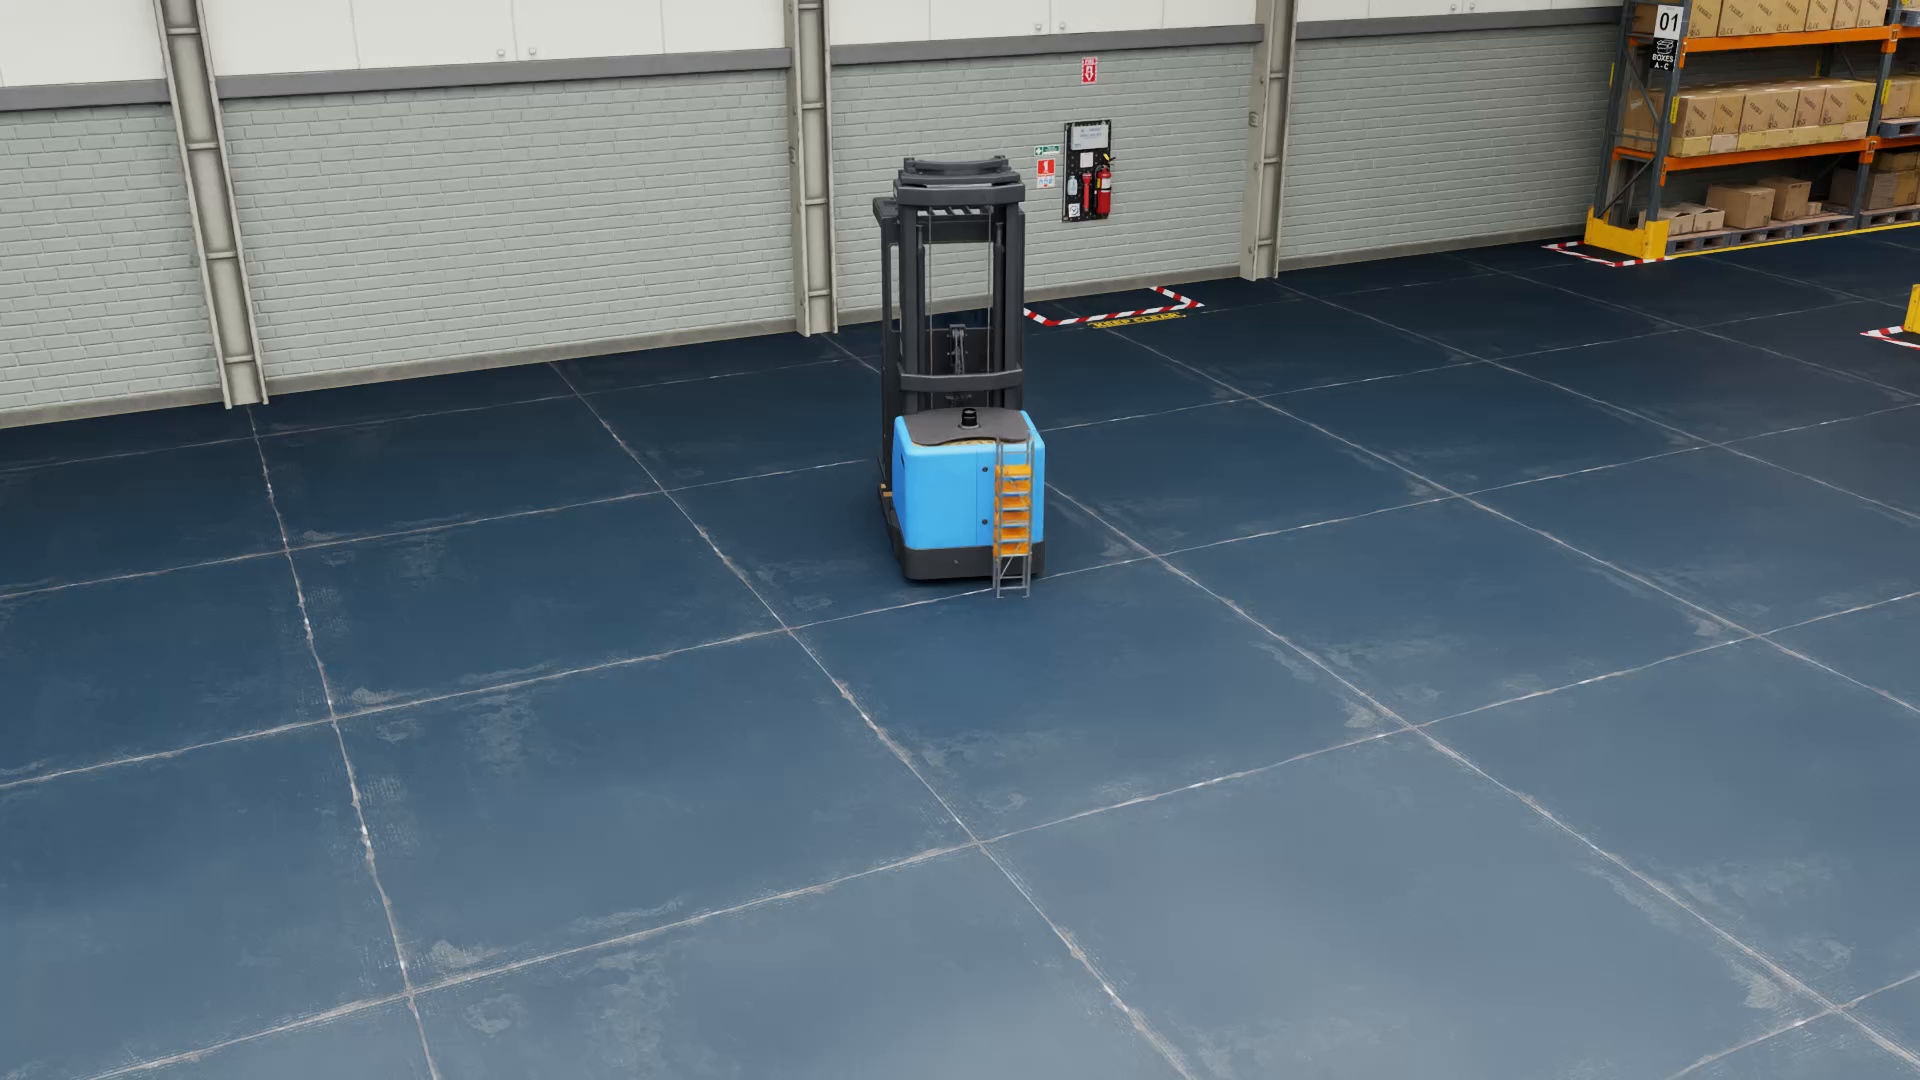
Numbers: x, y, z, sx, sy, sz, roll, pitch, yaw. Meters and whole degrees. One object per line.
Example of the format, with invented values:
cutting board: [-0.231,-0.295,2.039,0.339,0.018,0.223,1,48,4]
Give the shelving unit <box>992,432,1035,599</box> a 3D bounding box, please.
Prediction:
shelving unit: [0.380,-0.168,11.906,0.258,1.200,0.189,-3,23,-8]

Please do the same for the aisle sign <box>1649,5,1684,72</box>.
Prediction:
aisle sign: [9.009,-6.401,21.216,0.004,0.787,0.394,-10,25,-24]

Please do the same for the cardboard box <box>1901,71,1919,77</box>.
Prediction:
cardboard box: [14.108,-6.511,24.175,0.500,0.500,0.700,-7,23,-16]

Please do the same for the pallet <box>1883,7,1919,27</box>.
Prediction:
pallet: [13.151,-7.344,23.216,1.003,0.211,1.213,-10,25,-24]

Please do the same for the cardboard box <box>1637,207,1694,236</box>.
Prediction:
cardboard box: [9.606,-4.360,22.625,0.500,0.311,0.500,-14,26,-30]

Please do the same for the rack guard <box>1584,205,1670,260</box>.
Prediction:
rack guard: [9.012,-4.173,22.501,0.348,0.500,1.175,-10,25,-24]

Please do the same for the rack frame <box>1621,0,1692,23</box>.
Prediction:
rack frame: [8.944,-8.087,20.845,0.127,3.000,1.000,-10,25,-24]

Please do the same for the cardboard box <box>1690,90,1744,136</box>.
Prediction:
cardboard box: [9.954,-5.656,22.004,0.500,0.500,0.500,-10,25,-23]

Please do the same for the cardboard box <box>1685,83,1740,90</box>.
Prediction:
cardboard box: [10.198,-5.921,22.644,0.500,0.500,0.500,-11,25,-25]

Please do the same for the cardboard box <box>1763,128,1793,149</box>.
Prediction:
cardboard box: [10.901,-5.483,22.568,0.500,0.250,0.500,-10,25,-23]

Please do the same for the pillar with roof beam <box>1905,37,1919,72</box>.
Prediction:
pillar with roof beam: [16.473,-8.013,20.666,0.400,9.000,9.100,-10,25,-24]

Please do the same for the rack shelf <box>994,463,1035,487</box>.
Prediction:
rack shelf: [0.385,-0.460,11.786,0.258,0.103,0.180,-3,23,-8]

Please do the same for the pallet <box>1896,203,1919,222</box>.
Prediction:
pallet: [14.350,-5.024,24.934,1.213,0.211,1.003,-10,25,-24]

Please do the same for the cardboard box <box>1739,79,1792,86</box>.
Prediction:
cardboard box: [11.115,-6.094,23.063,0.500,0.500,0.500,-10,24,-22]

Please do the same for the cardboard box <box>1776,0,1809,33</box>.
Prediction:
cardboard box: [10.793,-6.987,21.951,0.500,0.500,0.500,-9,24,-20]

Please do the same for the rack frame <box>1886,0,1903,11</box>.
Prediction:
rack frame: [12.548,-8.751,22.448,0.127,3.000,1.000,-10,25,-24]

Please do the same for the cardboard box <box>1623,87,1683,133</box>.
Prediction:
cardboard box: [9.276,-5.753,22.239,0.500,0.500,0.500,-11,25,-24]

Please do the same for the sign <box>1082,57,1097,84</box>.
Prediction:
sign: [1.499,-5.442,19.266,0.199,0.298,0.001,-10,25,-24]

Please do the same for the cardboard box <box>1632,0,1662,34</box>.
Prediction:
cardboard box: [9.210,-6.913,21.774,0.500,0.500,0.500,-9,24,-20]

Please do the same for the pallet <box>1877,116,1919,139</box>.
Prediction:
pallet: [13.300,-5.967,23.817,1.213,0.211,1.003,-10,25,-24]

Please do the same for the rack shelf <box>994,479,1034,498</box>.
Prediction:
rack shelf: [0.383,-0.349,11.831,0.258,0.103,0.180,-3,23,-8]

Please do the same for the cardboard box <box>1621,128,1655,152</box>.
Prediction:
cardboard box: [9.281,-5.400,22.366,0.500,0.250,0.500,-10,25,-23]

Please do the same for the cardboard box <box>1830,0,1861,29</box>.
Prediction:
cardboard box: [11.739,-7.172,22.398,0.500,0.500,0.500,-13,26,-28]

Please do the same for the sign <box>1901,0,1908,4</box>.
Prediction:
sign: [12.790,-7.418,22.474,0.005,0.325,0.100,-10,25,-24]

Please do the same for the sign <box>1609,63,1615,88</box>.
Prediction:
sign: [8.721,-6.191,22.180,0.005,0.325,0.100,-10,25,-24]

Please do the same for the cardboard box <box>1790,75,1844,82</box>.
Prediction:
cardboard box: [12.034,-6.259,23.462,0.500,0.500,0.500,-11,25,-25]

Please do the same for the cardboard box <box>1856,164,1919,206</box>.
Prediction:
cardboard box: [13.648,-5.258,24.547,0.500,0.500,0.700,-11,25,-25]

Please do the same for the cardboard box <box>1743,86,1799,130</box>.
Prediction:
cardboard box: [10.882,-5.829,22.423,0.500,0.500,0.500,-10,24,-22]

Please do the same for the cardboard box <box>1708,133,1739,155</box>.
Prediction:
cardboard box: [9.983,-5.318,22.168,0.500,0.250,0.500,-11,25,-25]

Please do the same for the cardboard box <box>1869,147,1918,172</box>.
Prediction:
cardboard box: [13.599,-5.576,24.334,0.500,0.250,0.500,-11,25,-25]

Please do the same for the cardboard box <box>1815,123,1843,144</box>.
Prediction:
cardboard box: [11.800,-5.656,22.985,0.500,0.250,0.500,-10,25,-23]

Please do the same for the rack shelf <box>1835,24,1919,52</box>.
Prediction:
rack shelf: [14.350,-7.364,23.960,4.000,0.370,1.077,-10,25,-24]

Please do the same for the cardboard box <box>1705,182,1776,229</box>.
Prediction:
cardboard box: [10.803,-4.647,23.069,0.500,0.500,0.700,-12,25,-27]

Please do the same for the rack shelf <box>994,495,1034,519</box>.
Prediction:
rack shelf: [0.381,-0.238,11.877,0.258,0.103,0.180,-3,23,-8]

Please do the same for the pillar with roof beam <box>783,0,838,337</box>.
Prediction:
pillar with roof beam: [0.254,-5.027,13.453,0.400,9.000,9.100,-10,25,-24]

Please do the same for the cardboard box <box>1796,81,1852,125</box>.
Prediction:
cardboard box: [11.809,-5.996,22.825,0.500,0.500,0.500,-11,25,-24]

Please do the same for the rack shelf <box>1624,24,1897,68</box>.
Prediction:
rack shelf: [10.746,-6.701,22.358,4.000,0.370,1.077,-10,25,-24]

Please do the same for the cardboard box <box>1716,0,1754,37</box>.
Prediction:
cardboard box: [9.853,-6.803,21.507,0.500,0.500,0.500,-9,24,-20]

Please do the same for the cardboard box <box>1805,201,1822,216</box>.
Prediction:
cardboard box: [12.079,-4.774,23.813,0.250,0.166,0.380,-14,26,-30]

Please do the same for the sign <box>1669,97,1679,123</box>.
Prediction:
sign: [9.179,-5.528,21.375,0.005,0.325,0.100,-10,25,-24]

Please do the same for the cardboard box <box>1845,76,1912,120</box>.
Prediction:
cardboard box: [13.021,-6.301,23.667,0.500,0.500,0.700,-10,25,-23]

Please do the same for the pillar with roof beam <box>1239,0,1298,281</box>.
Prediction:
pillar with roof beam: [5.660,-6.023,15.857,0.400,9.000,9.100,-10,25,-24]

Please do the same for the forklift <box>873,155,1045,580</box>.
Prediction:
forklift: [-0.088,-1.593,13.088,1.130,2.935,3.031,-3,23,-7]

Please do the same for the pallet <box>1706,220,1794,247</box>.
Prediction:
pallet: [10.857,-4.363,23.337,1.213,0.211,1.003,-10,25,-24]

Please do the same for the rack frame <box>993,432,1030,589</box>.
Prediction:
rack frame: [0.367,-0.203,11.989,0.240,1.200,0.006,-3,23,-8]
